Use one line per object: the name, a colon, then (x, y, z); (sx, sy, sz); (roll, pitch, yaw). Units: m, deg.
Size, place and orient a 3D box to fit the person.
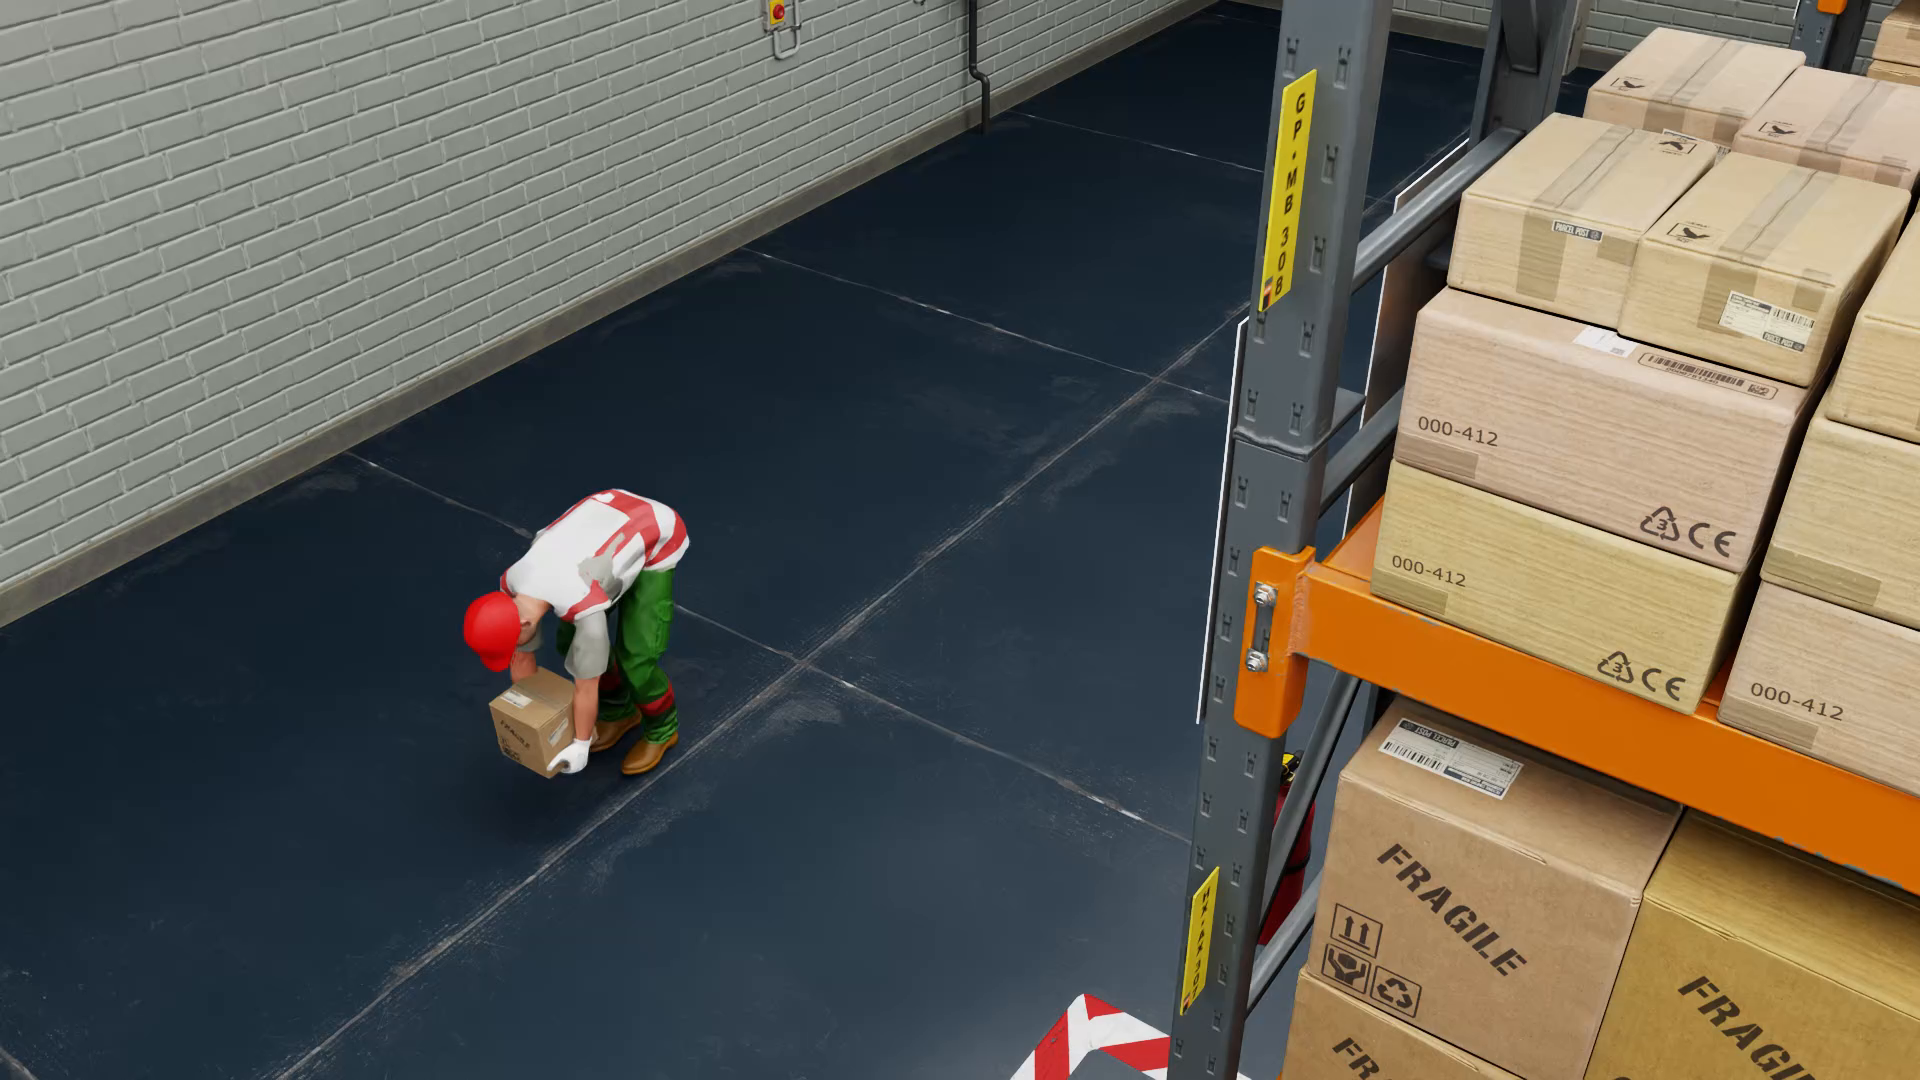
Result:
person: (-1.376, 0.429, 6.104); (0.492, 1.094, 0.965); (20, 39, 26)
